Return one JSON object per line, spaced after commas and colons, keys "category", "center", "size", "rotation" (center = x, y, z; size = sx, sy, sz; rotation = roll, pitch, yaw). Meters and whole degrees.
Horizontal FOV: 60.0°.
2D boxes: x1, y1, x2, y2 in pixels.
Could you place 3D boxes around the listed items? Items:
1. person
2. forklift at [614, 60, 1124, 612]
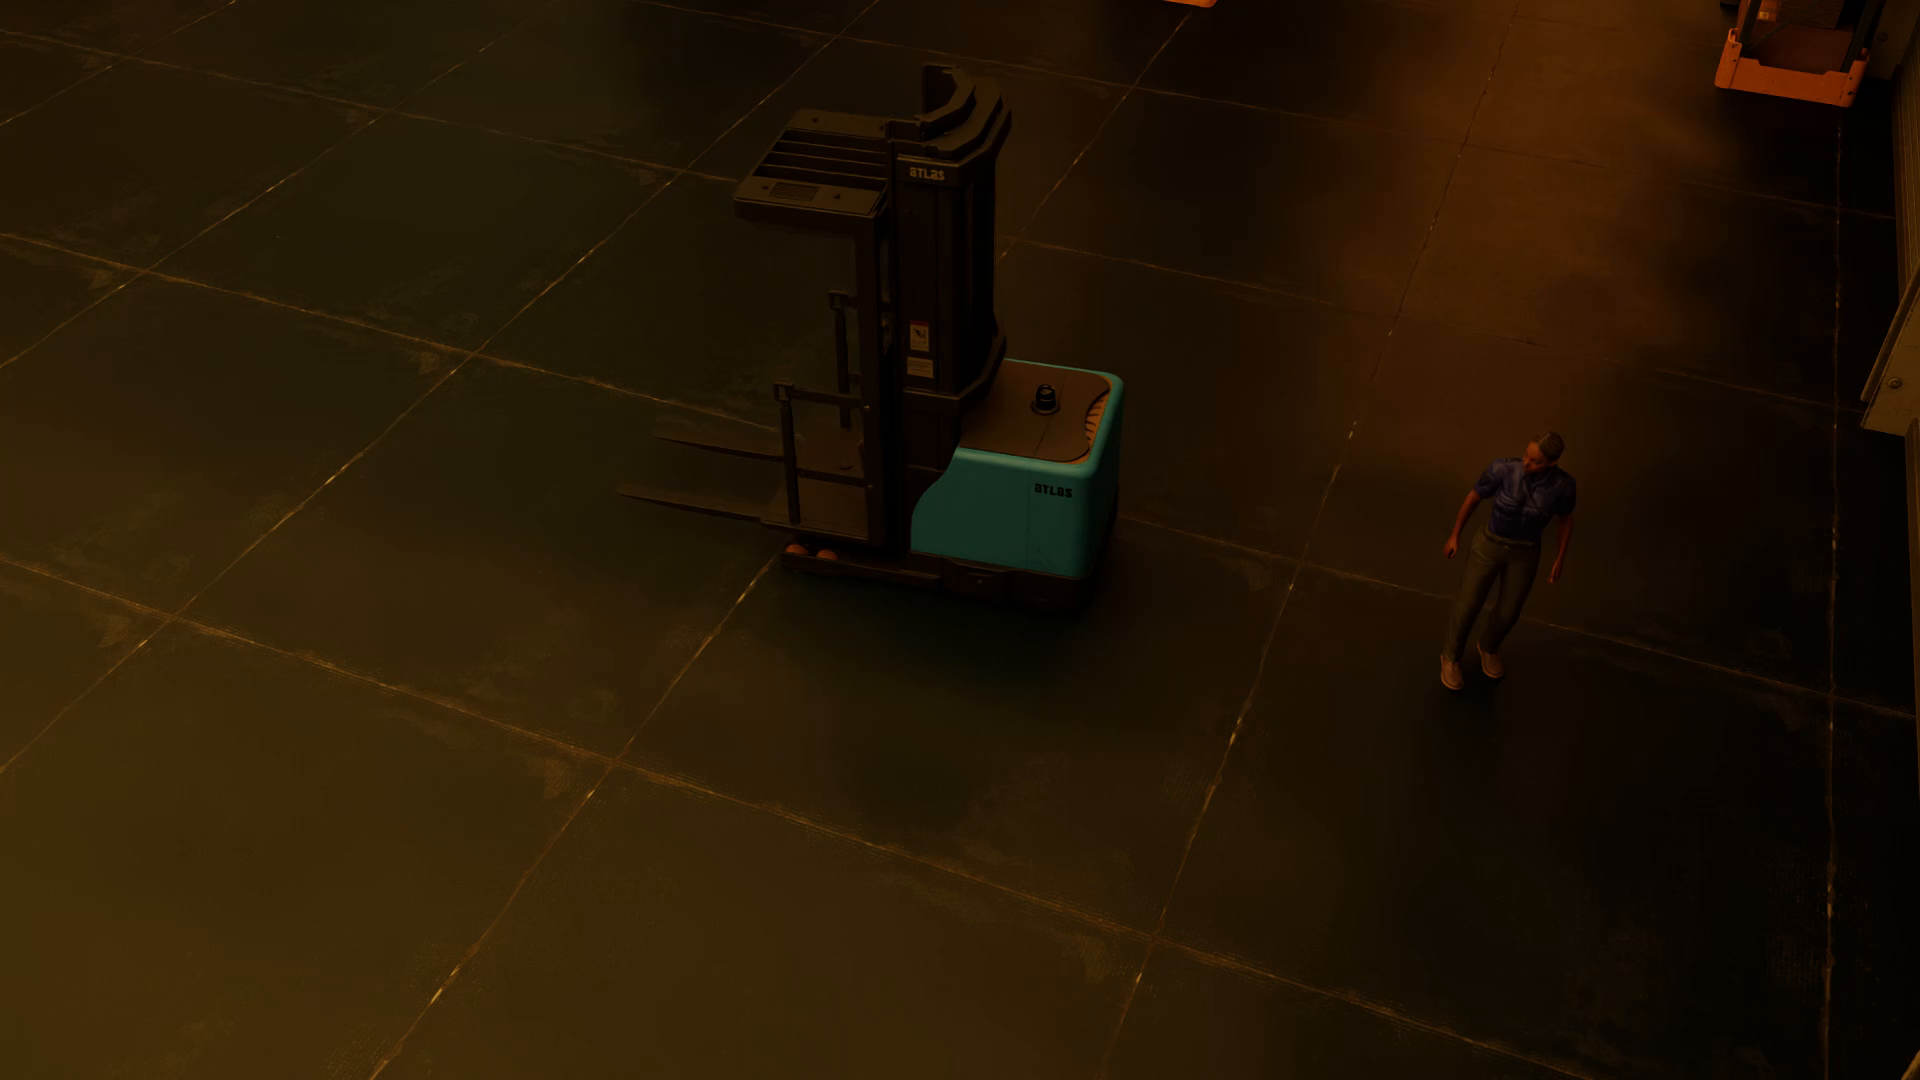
{"category": "person", "center": [2.915, 0.097, 8.889], "size": [0.623, 1.653, 0.430], "rotation": [7, 40, 8]}
{"category": "forklift", "center": [-0.596, -1.217, 9.460], "size": [3.031, 2.935, 1.130], "rotation": [10, 41, 11]}
